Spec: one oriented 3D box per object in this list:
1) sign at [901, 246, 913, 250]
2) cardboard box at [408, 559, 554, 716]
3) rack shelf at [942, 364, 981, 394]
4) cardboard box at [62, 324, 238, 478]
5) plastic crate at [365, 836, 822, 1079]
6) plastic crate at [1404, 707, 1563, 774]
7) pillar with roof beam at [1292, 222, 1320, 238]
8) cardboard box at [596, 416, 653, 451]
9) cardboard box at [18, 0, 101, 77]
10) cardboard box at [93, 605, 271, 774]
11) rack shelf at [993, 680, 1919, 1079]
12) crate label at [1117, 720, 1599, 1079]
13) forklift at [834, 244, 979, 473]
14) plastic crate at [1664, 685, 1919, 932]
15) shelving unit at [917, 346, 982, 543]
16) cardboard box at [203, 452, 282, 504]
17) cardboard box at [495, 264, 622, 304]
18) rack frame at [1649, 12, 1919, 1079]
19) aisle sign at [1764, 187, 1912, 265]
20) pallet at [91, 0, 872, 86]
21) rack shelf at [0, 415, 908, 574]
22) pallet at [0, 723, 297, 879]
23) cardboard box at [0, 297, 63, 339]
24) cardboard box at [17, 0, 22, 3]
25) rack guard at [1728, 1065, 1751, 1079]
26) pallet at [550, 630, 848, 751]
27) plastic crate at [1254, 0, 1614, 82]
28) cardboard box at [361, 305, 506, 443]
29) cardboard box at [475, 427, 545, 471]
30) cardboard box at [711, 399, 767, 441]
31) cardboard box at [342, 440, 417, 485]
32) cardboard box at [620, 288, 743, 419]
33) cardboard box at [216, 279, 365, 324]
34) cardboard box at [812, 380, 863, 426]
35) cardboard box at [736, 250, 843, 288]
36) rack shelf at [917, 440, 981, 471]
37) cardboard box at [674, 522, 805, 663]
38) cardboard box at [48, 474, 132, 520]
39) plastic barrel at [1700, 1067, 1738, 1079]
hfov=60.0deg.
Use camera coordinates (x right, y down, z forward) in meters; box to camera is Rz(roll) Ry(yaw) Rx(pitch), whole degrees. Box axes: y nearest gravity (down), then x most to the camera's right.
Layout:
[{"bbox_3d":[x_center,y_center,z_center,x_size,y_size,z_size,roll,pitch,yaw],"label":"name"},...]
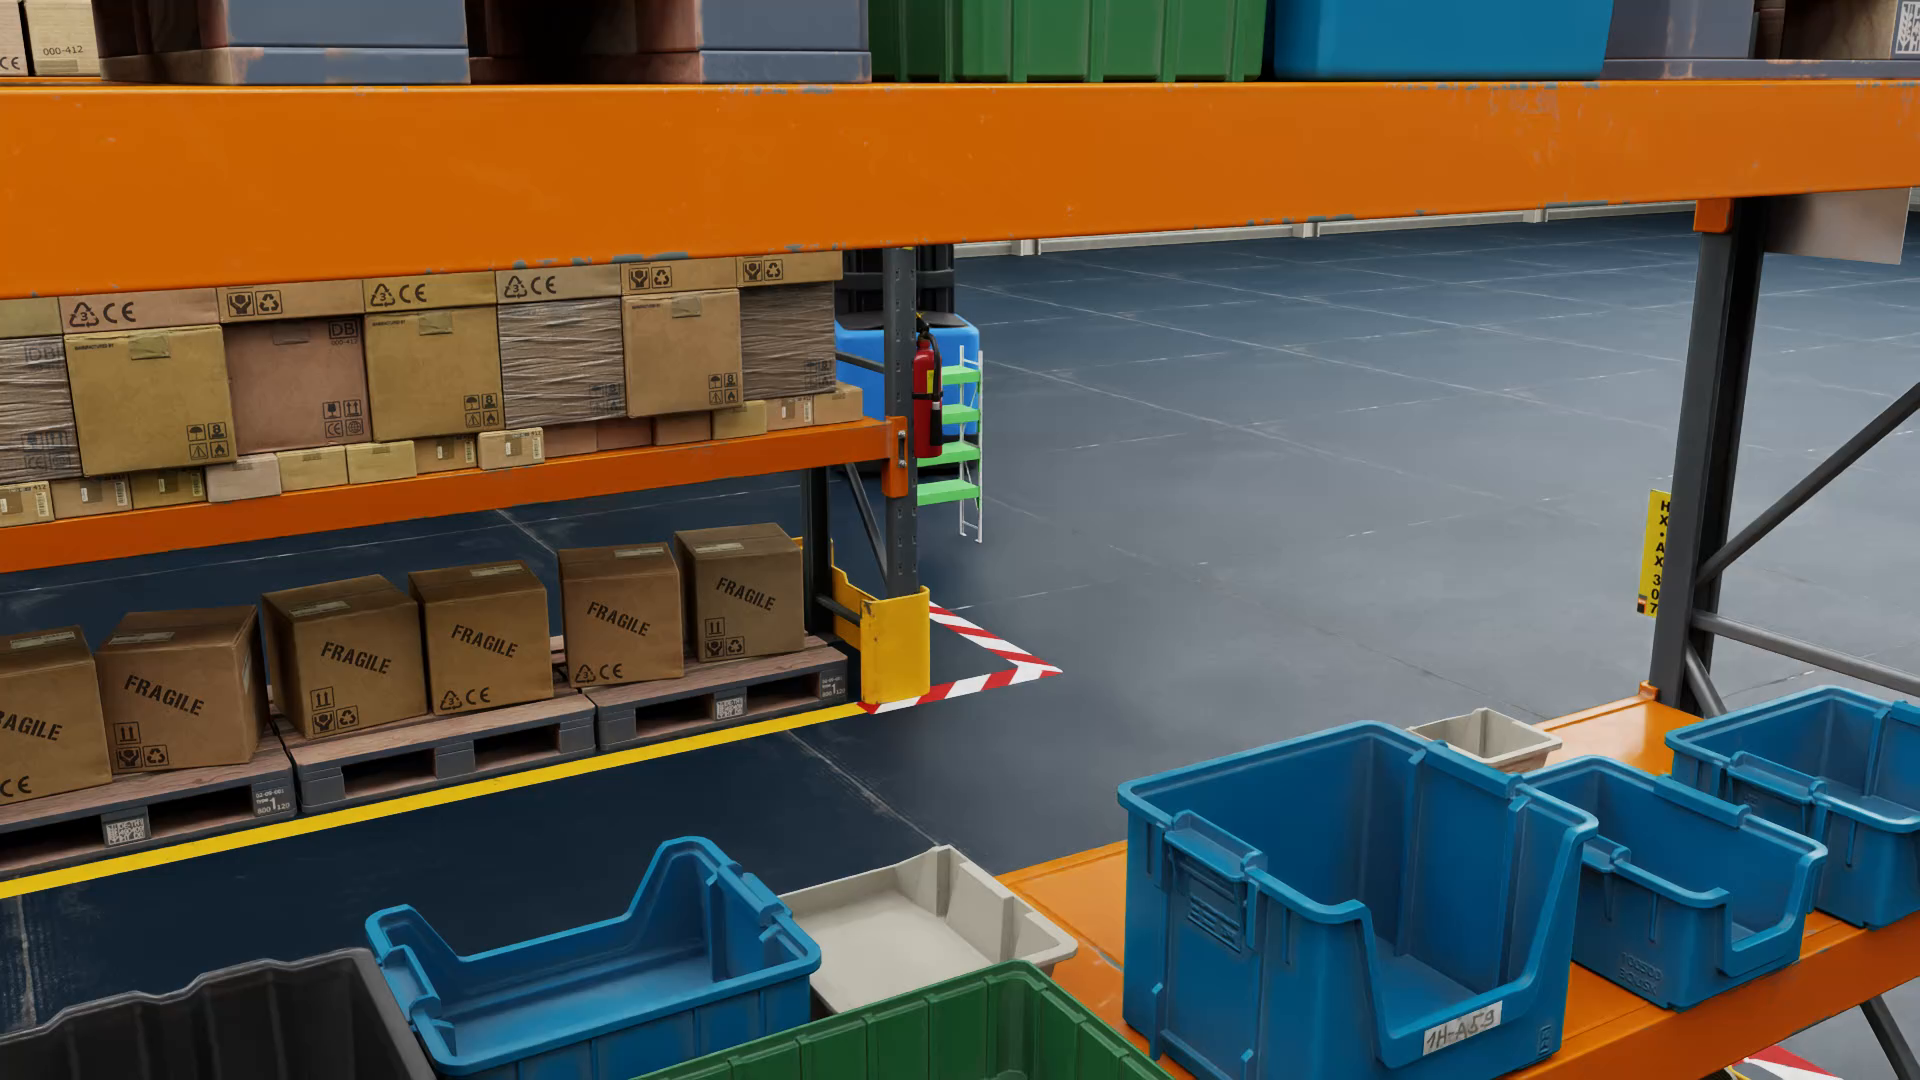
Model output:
[{"bbox_3d":[-0.233,-1.423,7.200,0.005,0.325,0.100,-9,18,-30],"label":"sign"},{"bbox_3d":[-2.086,0.413,7.232,0.500,0.500,0.500,-7,17,-25],"label":"cardboard box"},{"bbox_3d":[-0.142,-0.955,10.053,0.480,0.148,0.258,-9,18,-30],"label":"rack shelf"},{"bbox_3d":[-3.066,-0.590,6.221,0.500,0.500,0.875,-9,18,-30],"label":"cardboard box"},{"bbox_3d":[-0.570,0.712,2.588,0.616,0.251,0.499,-9,18,-30],"label":"plastic crate"},{"bbox_3d":[1.117,0.478,3.636,0.250,0.136,0.298,-9,18,-30],"label":"plastic crate"},{"bbox_3d":[8.421,-8.792,25.103,0.400,9.000,9.100,-9,18,-30],"label":"pillar with roof beam"},{"bbox_3d":[-1.499,-0.499,7.098,0.250,0.149,0.380,-9,18,-30],"label":"cardboard box"},{"bbox_3d":[-2.961,-1.739,5.777,0.500,0.250,0.500,-9,18,-30],"label":"cardboard box"},{"bbox_3d":[-3.079,0.585,6.620,0.500,0.500,0.500,-3,16,-12],"label":"cardboard box"},{"bbox_3d":[0.335,0.925,2.884,4.000,0.370,1.077,-9,18,-30],"label":"rack shelf"},{"bbox_3d":[0.611,0.602,2.638,0.616,0.435,0.502,-9,18,-30],"label":"crate label"},{"bbox_3d":[-0.635,-2.246,12.990,1.130,2.935,3.031,-3,16,-11],"label":"forklift"},{"bbox_3d":[1.775,0.511,3.304,0.616,0.251,0.499,-9,18,-30],"label":"plastic crate"},{"bbox_3d":[-0.142,-0.555,10.166,0.503,1.200,0.258,-9,18,-30],"label":"shelving unit"},{"bbox_3d":[-2.725,-0.263,6.257,0.250,0.149,0.380,-9,18,-30],"label":"cardboard box"},{"bbox_3d":[-1.701,-1.244,6.703,0.500,0.500,0.500,-9,18,-30],"label":"cardboard box"},{"bbox_3d":[2.048,0.300,3.782,0.053,2.616,0.949,-9,18,-30],"label":"rack frame"},{"bbox_3d":[1.960,-1.029,3.705,0.004,0.787,0.394,-9,18,-30],"label":"aisle sign"},{"bbox_3d":[-0.811,-0.619,1.854,1.003,0.211,1.213,-9,18,-30],"label":"pallet"},{"bbox_3d":[-2.216,-0.221,6.972,4.000,0.370,1.077,-9,18,-30],"label":"rack shelf"},{"bbox_3d":[-3.372,0.952,6.622,1.213,0.211,1.003,-9,18,-30],"label":"pallet"},{"bbox_3d":[-3.413,-0.966,5.708,0.500,0.500,0.500,-9,18,-30],"label":"cardboard box"},{"bbox_3d":[-3.354,-2.036,6.097,0.250,0.149,0.380,-10,19,-32],"label":"cardboard box"},{"bbox_3d":[2.009,1.526,4.040,0.348,0.500,1.175,-9,18,-30],"label":"rack guard"},{"bbox_3d":[-1.281,0.613,7.832,1.213,0.211,1.003,-9,18,-30],"label":"pallet"},{"bbox_3d":[0.570,-0.801,2.182,0.575,0.384,0.392,-9,18,-30],"label":"plastic crate"},{"bbox_3d":[-2.239,-0.743,6.766,0.500,0.500,0.875,-9,18,-30],"label":"cardboard box"},{"bbox_3d":[-1.871,-0.404,6.759,0.250,0.149,0.380,-9,18,-30],"label":"cardboard box"},{"bbox_3d":[-1.042,-0.555,7.299,0.250,0.149,0.380,-9,18,-30],"label":"cardboard box"},{"bbox_3d":[-2.312,-0.340,6.530,0.250,0.149,0.380,-9,18,-30],"label":"cardboard box"},{"bbox_3d":[-1.354,-0.869,7.216,0.500,0.500,0.875,-9,18,-30],"label":"cardboard box"},{"bbox_3d":[-2.557,-1.105,6.205,0.500,0.500,0.500,-9,18,-30],"label":"cardboard box"},{"bbox_3d":[-0.639,-0.637,7.589,0.250,0.149,0.380,-9,18,-30],"label":"cardboard box"},{"bbox_3d":[-0.845,-1.384,7.202,0.500,0.500,0.500,-9,18,-30],"label":"cardboard box"},{"bbox_3d":[-0.142,-0.493,10.183,0.480,0.148,0.258,-9,18,-30],"label":"rack shelf"},{"bbox_3d":[-1.045,0.239,7.852,0.500,0.500,0.500,-6,17,-19],"label":"cardboard box"},{"bbox_3d":[-3.170,-0.201,6.036,0.250,0.149,0.380,-9,18,-30],"label":"cardboard box"},{"bbox_3d":[1.525,1.406,3.669,0.421,0.512,0.421,0,16,0],"label":"plastic barrel"}]
